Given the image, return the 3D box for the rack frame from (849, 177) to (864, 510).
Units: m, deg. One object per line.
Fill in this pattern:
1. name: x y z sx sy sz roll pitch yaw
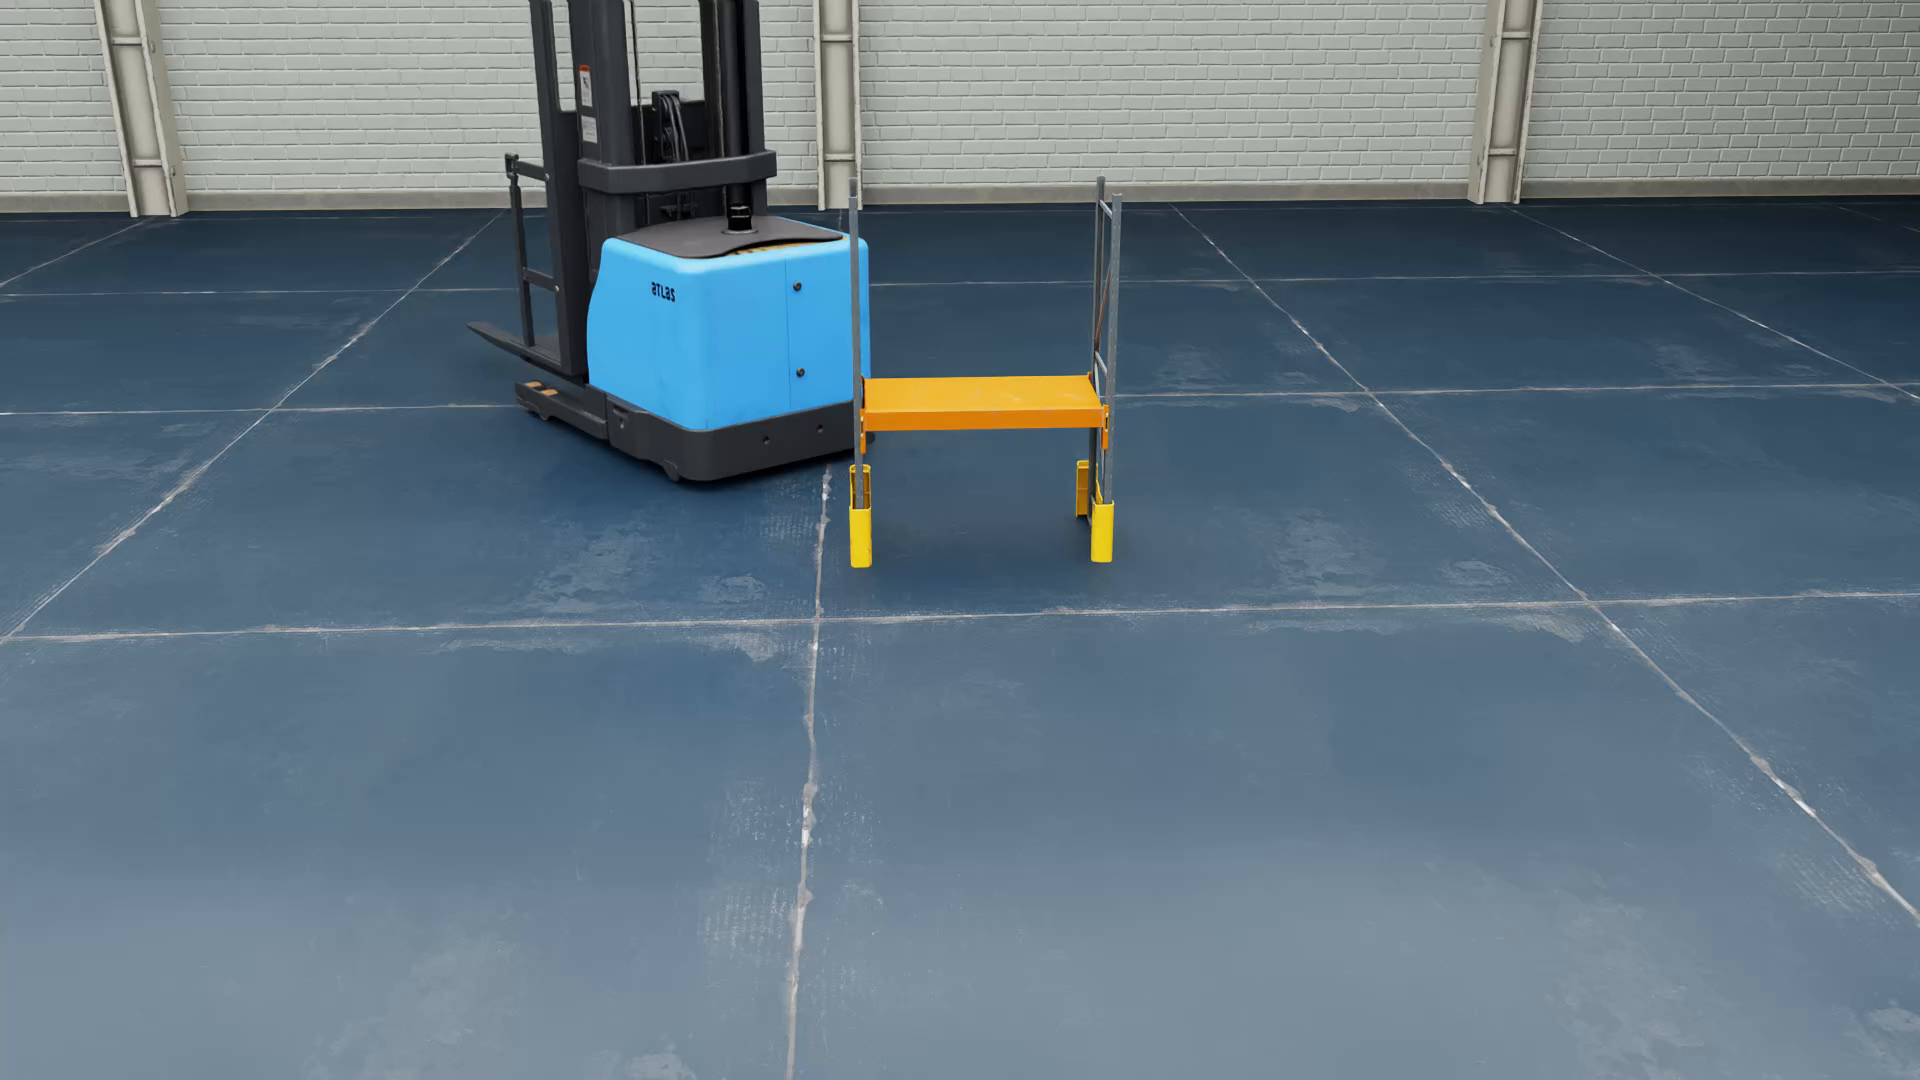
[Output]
1. rack frame: -0.422 -0.692 6.832 0.032 1.500 0.500 -1 21 -3

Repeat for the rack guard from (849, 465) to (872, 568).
1. rack guard: -0.421 -0.108 7.054 0.087 0.250 0.587 -1 21 -3

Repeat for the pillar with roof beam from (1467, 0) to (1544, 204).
1. pillar with roof beam: 5.160 -5.806 9.722 0.400 9.000 9.100 -1 21 -3

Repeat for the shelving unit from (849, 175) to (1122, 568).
1. shelving unit: 0.076 -0.702 6.858 1.083 1.500 0.587 -1 21 -3

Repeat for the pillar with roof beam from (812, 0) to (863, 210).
1. pillar with roof beam: -0.830 -5.684 9.402 0.400 9.000 9.100 -1 21 -3

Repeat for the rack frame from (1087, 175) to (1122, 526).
1. rack frame: 0.593 -0.713 6.886 0.032 1.500 0.500 -1 21 -3

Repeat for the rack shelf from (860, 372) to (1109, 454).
1. rack shelf: 0.085 -0.535 6.923 1.000 0.185 0.538 -1 21 -3

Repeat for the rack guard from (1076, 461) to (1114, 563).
1. rack guard: 0.573 -0.128 7.107 0.087 0.250 0.587 -1 21 -3

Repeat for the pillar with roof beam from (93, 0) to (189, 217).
1. pillar with roof beam: -6.820 -5.562 9.082 0.400 9.000 9.100 -1 21 -3

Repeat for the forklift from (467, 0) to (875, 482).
1. forklift: -1.727 -2.096 8.506 1.130 2.935 3.031 -16 26 -35
